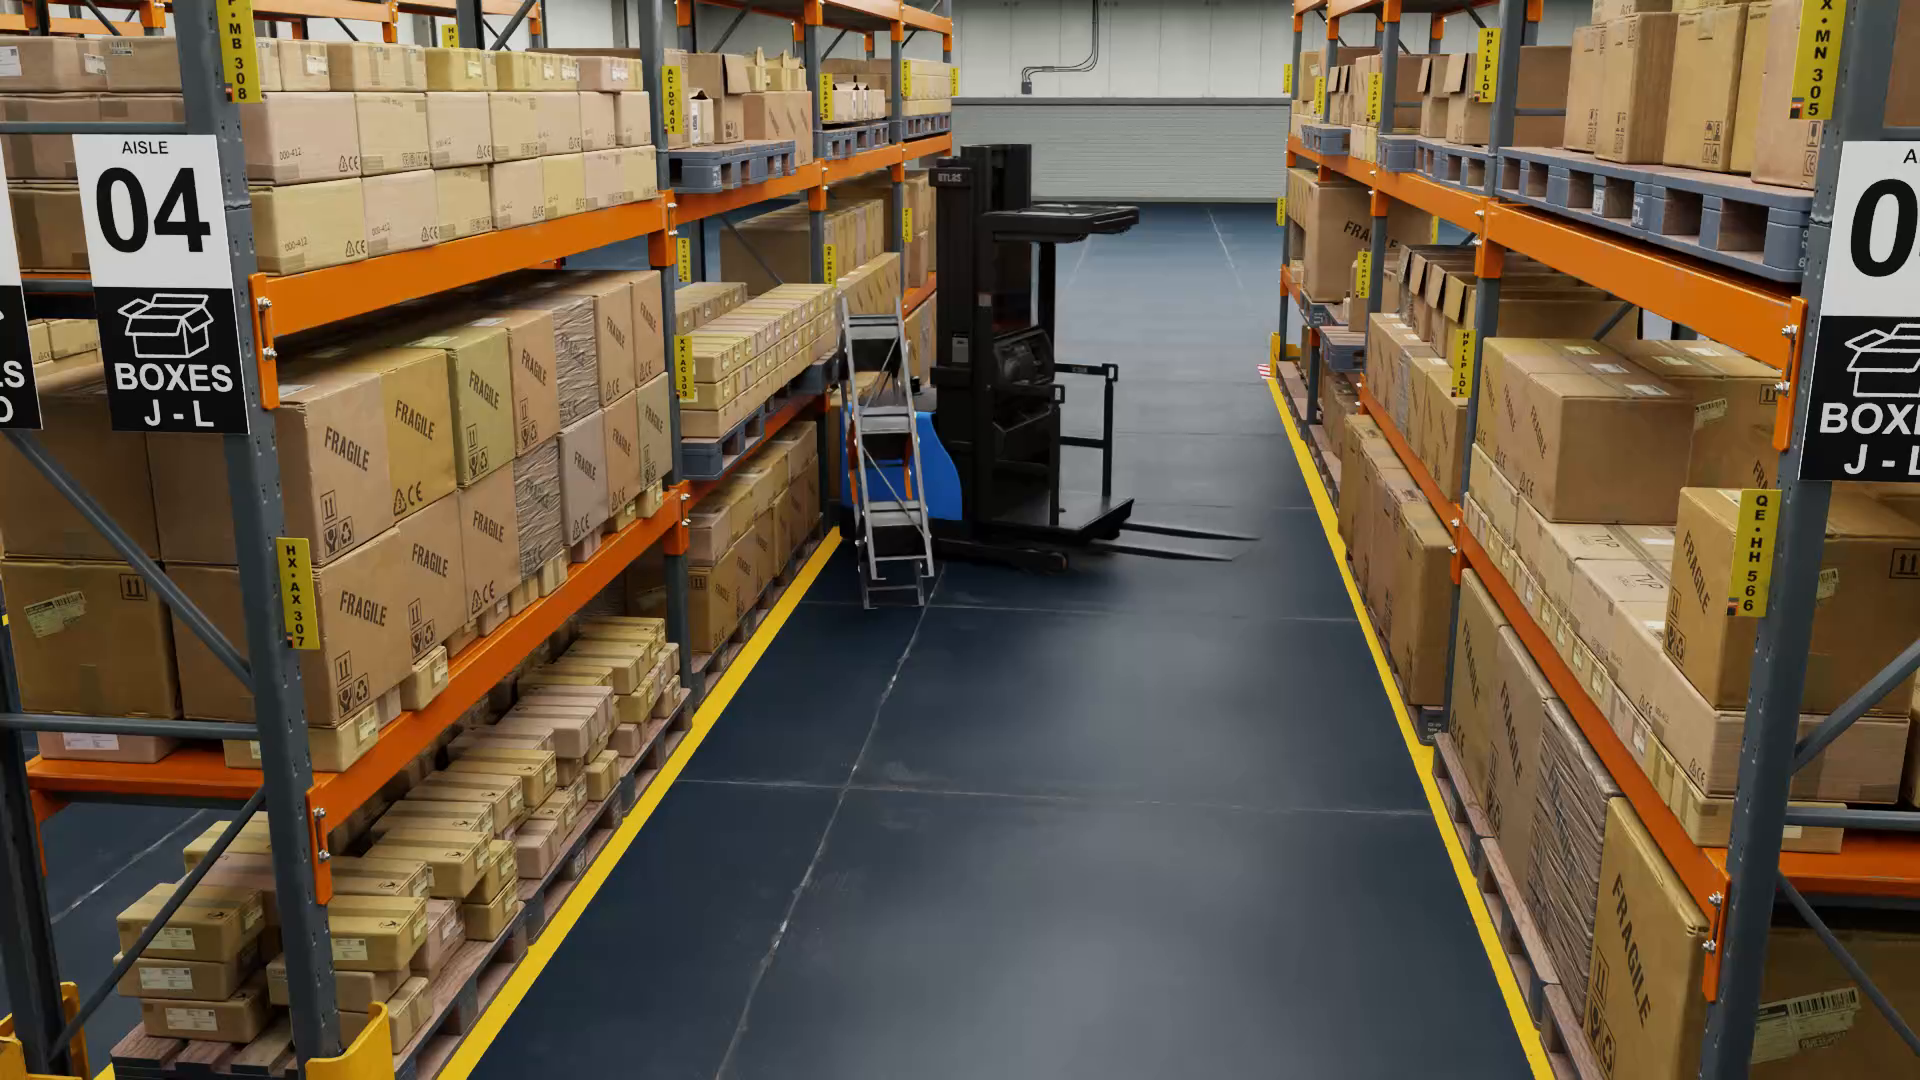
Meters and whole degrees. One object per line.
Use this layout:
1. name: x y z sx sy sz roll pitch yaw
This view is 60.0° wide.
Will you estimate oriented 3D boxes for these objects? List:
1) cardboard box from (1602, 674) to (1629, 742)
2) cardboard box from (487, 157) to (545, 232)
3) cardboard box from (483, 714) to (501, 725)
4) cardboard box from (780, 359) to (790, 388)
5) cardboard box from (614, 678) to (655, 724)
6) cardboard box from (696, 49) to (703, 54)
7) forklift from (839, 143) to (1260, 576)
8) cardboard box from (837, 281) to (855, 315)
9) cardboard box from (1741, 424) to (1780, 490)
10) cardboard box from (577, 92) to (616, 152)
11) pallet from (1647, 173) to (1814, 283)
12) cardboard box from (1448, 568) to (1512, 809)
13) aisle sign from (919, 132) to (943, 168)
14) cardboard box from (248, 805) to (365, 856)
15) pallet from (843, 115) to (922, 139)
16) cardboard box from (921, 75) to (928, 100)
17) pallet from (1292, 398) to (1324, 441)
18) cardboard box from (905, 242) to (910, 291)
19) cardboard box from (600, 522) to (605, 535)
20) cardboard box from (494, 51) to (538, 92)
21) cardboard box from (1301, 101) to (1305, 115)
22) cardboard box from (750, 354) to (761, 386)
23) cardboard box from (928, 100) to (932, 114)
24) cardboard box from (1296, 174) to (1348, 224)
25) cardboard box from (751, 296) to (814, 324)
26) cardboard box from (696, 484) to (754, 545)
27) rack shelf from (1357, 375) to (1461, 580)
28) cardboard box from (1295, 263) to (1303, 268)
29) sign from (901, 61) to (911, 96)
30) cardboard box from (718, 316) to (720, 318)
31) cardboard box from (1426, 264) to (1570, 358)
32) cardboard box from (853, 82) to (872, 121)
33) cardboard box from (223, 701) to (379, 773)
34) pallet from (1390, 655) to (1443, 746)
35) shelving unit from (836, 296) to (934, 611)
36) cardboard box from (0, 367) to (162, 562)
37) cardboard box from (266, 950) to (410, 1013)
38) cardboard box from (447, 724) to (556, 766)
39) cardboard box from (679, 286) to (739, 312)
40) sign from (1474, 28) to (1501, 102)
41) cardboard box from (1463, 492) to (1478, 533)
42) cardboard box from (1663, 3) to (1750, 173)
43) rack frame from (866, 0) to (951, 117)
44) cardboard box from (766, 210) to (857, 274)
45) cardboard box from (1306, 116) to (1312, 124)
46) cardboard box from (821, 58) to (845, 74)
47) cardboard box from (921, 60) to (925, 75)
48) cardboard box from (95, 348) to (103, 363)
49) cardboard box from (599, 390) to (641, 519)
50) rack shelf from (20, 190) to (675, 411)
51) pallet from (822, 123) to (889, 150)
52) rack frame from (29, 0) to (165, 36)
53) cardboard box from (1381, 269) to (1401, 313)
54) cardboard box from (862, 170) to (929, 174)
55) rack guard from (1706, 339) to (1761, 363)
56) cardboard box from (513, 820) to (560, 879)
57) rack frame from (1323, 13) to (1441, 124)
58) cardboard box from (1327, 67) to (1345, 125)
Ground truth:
1. cardboard box: 2.306 0.549 5.368 0.380 0.149 0.250 2 15 7
2. cardboard box: -1.928 -1.334 6.389 0.500 0.250 0.500 2 15 6
3. cardboard box: -2.337 0.905 7.657 0.380 0.149 0.250 2 15 9
4. cardboard box: -1.284 -1.057 10.501 0.380 0.149 0.250 1 15 4
5. cardboard box: -1.710 0.779 8.123 0.380 0.149 0.250 1 15 4
6. cardboard box: -1.875 -3.088 10.932 0.396 0.266 0.258 2 15 6
7. forklift: 0.645 -1.317 11.917 3.031 2.935 1.130 7 17 26
8. cardboard box: -1.135 -1.809 13.414 0.500 0.500 0.500 2 15 6
9. cardboard box: 2.938 -0.087 5.518 0.500 0.500 0.500 1 15 5
10. cardboard box: -1.829 -1.838 7.296 0.500 0.250 0.500 1 15 4
11. pallet: 2.579 -0.871 4.560 1.003 0.211 1.213 2 15 6
12. cardboard box: 2.804 0.681 7.662 0.875 0.875 0.875 2 15 6
13. aisle sign: -0.299 -4.860 19.907 0.394 0.787 0.004 2 15 6
14. cardboard box: -2.522 1.096 6.378 0.380 0.149 0.250 1 15 4
15. pallet: -0.954 -4.175 16.778 1.003 0.211 1.213 2 15 6
16. cardboard box: -0.611 -4.708 17.302 0.500 0.250 0.500 2 15 6
17. pallet: 3.901 -1.215 16.749 1.003 0.211 1.213 2 15 6
18. cardboard box: -0.987 -2.869 17.240 0.875 0.550 0.550 2 15 6
19. cardboard box: -1.867 -0.078 7.686 0.380 0.149 0.250 1 15 5
20. cardboard box: -1.852 -1.800 6.393 0.380 0.149 0.250 1 15 5
21. cardboard box: 3.886 -4.661 17.931 0.380 0.149 0.250 2 15 6
22. cardboard box: -1.373 -0.998 9.714 0.380 0.149 0.250 1 15 4
23. cardboard box: -0.506 -4.614 17.719 0.380 0.149 0.250 2 15 7
24. cardboard box: 3.810 -3.574 17.455 0.500 0.500 0.500 2 15 6
25. cardboard box: -1.194 -1.546 11.170 0.380 0.149 0.250 2 15 8
26. cardboard box: -1.556 -0.163 10.066 0.500 0.250 0.500 2 15 8
27. rack shelf: 3.183 -0.482 10.076 1.077 0.370 4.000 2 15 6
28. cardboard box: 3.909 -2.976 18.402 0.380 0.149 0.250 2 15 6
29. sign: -0.516 -4.394 15.824 0.100 0.325 0.005 2 15 6
30. cardboard box: -1.817 -1.486 11.518 0.380 0.149 0.250 1 15 5
31. cardboard box: 3.165 -1.348 9.788 0.797 0.503 0.637 2 15 8
32. cardboard box: -1.036 -3.753 14.221 0.500 0.311 0.500 1 15 4
33. cardboard box: -2.048 0.602 5.172 0.380 0.149 0.250 2 15 6
34. pallet: 2.970 0.833 9.176 1.003 0.211 1.213 2 15 6
35. shelving unit: -0.522 -0.604 11.165 0.431 2.100 0.503 -3 -24 -11
36. cardboard box: -2.606 -0.246 5.148 0.500 0.500 0.500 1 15 5
37. cardboard box: -2.097 1.456 5.617 0.380 0.149 0.250 2 15 9
38. cardboard box: -1.952 0.905 7.086 0.380 0.149 0.250 2 15 6
39. cardboard box: -1.780 -1.705 11.758 0.380 0.149 0.250 1 15 5
40. sign: 2.417 -2.173 7.613 0.100 0.325 0.005 2 15 6
41. cardboard box: 2.594 -0.122 7.849 0.380 0.149 0.250 2 15 6
42. cardboard box: 2.705 -1.435 5.287 0.700 0.500 0.500 1 15 2
43. rack frame: -0.605 -6.491 19.428 1.000 3.000 0.127 2 15 6
44. cardboard box: -1.279 -2.564 14.291 0.700 0.500 0.500 2 15 6
45. cardboard box: 3.774 -4.154 16.820 0.500 0.250 0.500 2 15 6
46. cardboard box: -1.332 -4.625 16.229 0.380 0.149 0.250 2 15 6
47. cardboard box: -0.565 -4.869 17.134 0.380 0.149 0.250 2 15 7
48. cardboard box: -6.279 -1.296 11.994 0.500 0.250 0.500 2 15 7
49. cardboard box: -1.793 -0.406 7.656 0.500 0.500 0.500 1 15 5
50. rack shelf: -2.185 -1.065 6.485 1.077 0.370 4.000 2 15 6
51. pallet: -1.111 -3.674 15.123 0.805 0.209 1.217 1 15 4
52. rack frame: -6.438 -4.536 12.197 1.000 3.000 0.127 2 15 6
53. cardboard box: 3.430 -1.740 12.355 0.500 0.500 0.500 0 15 -1
54. cardboard box: -0.686 -4.094 19.699 0.875 0.550 0.550 2 15 6
55. rack guard: 9.271 -2.049 19.283 1.175 0.500 0.348 2 15 6
56. cardboard box: -1.878 1.273 6.866 0.380 0.149 0.250 1 15 4
57. rack frame: 3.860 -5.281 14.954 1.000 3.000 0.127 2 15 6
58. cardboard box: 3.709 -3.967 14.837 0.797 0.503 0.637 1 15 3
